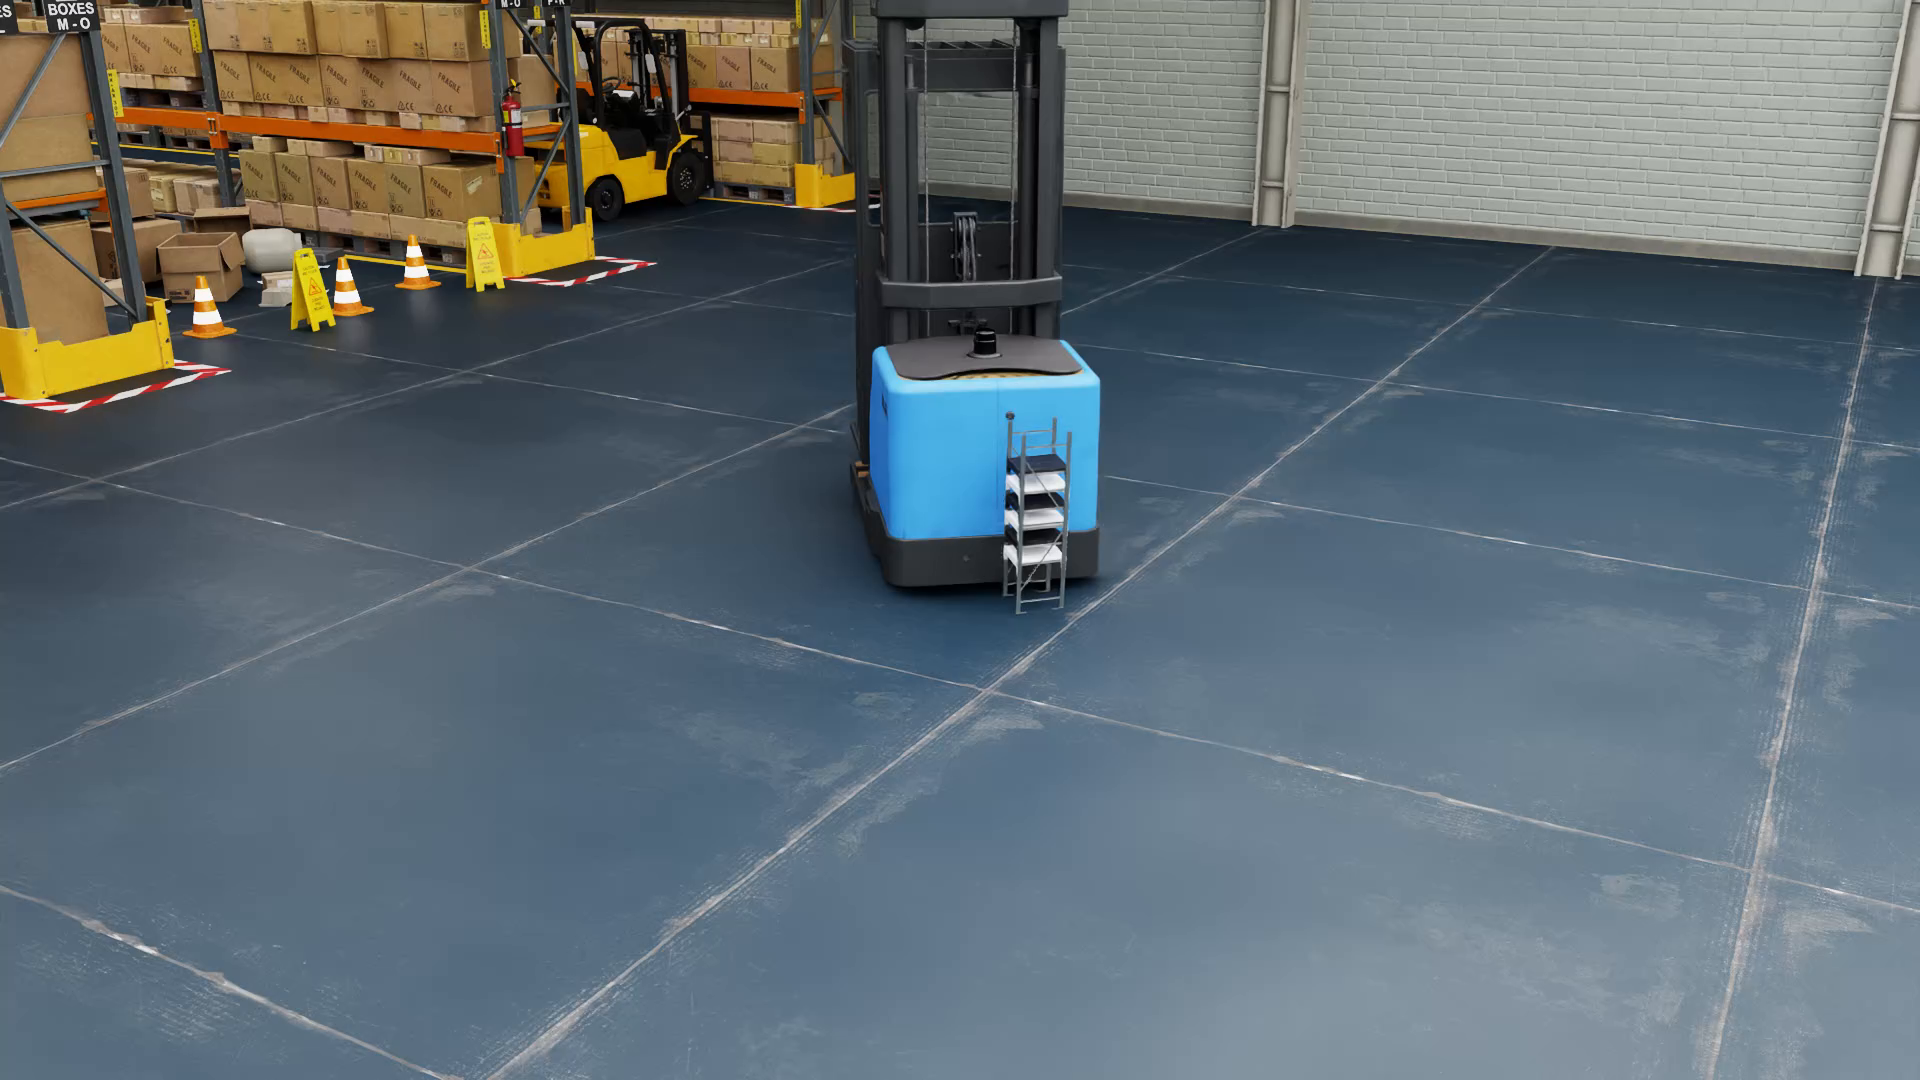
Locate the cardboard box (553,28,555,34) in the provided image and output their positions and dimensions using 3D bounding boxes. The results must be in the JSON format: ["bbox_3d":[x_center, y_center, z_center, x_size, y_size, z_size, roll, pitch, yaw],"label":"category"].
[{"bbox_3d":[-5.267,-6.686,21.800,0.250,0.149,0.380,10,22,26],"label":"cardboard box"}]

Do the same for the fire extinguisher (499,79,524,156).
[{"bbox_3d":[-4.115,-3.876,15.264,0.183,0.674,0.296,11,23,27],"label":"fire extinguisher"}]

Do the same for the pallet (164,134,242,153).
[{"bbox_3d":[-11.321,-6.107,25.392,1.213,0.211,1.003,11,23,27],"label":"pallet"}]

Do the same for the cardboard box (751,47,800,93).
[{"bbox_3d":[-2.131,-5.597,19.750,0.500,0.500,0.500,10,22,26],"label":"cardboard box"}]

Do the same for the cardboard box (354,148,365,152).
[{"bbox_3d":[-5.944,-3.804,17.269,0.500,0.500,0.500,12,23,30],"label":"cardboard box"}]

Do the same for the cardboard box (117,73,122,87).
[{"bbox_3d":[-8.950,-4.990,17.975,0.250,0.149,0.380,11,23,27],"label":"cardboard box"}]

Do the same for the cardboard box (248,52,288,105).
[{"bbox_3d":[-6.785,-4.687,16.806,0.500,0.500,0.500,11,23,27],"label":"cardboard box"}]

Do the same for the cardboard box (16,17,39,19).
[{"bbox_3d":[-10.695,-5.639,18.813,0.500,0.500,0.500,10,22,26],"label":"cardboard box"}]

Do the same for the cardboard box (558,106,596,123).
[{"bbox_3d":[-4.796,-5.413,21.338,0.500,0.250,0.500,10,22,26],"label":"cardboard box"}]

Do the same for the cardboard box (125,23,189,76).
[{"bbox_3d":[-8.431,-5.208,17.625,0.500,0.500,0.500,11,23,28],"label":"cardboard box"}]

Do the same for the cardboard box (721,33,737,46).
[{"bbox_3d":[-2.657,-6.012,19.943,0.250,0.149,0.380,11,22,27],"label":"cardboard box"}]

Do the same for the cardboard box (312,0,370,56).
[{"bbox_3d":[-5.844,-5.010,16.228,0.500,0.500,0.700,11,22,27],"label":"cardboard box"}]

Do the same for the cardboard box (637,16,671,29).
[{"bbox_3d":[-3.768,-6.371,20.497,0.250,0.149,0.380,11,23,27],"label":"cardboard box"}]

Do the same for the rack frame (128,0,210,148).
[{"bbox_3d":[-12.049,-7.542,25.258,0.127,3.000,1.000,11,23,27],"label":"rack frame"}]

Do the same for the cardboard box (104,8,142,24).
[{"bbox_3d":[-8.854,-5.581,17.703,0.250,0.149,0.380,10,22,25],"label":"cardboard box"}]

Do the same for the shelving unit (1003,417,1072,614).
[{"bbox_3d":[0.360,-0.111,7.835,0.258,0.900,0.210,-6,24,-15],"label":"shelving unit"}]

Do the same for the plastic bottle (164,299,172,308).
[{"bbox_3d":[-7.010,-2.056,14.442,0.283,0.061,0.133,3,20,9],"label":"plastic bottle"}]

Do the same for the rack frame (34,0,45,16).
[{"bbox_3d":[-10.975,-5.399,19.349,0.127,3.000,1.000,11,23,27],"label":"rack frame"}]

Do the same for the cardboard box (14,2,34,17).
[{"bbox_3d":[-11.286,-6.070,19.588,0.500,0.500,0.500,10,22,26],"label":"cardboard box"}]

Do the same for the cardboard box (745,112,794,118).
[{"bbox_3d":[-2.338,-5.140,20.585,0.500,0.250,0.500,11,23,27],"label":"cardboard box"}]

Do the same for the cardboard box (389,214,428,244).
[{"bbox_3d":[-5.276,-3.116,16.472,0.500,0.250,0.500,11,23,27],"label":"cardboard box"}]

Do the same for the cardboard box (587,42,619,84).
[{"bbox_3d":[-4.342,-6.025,20.930,0.500,0.500,0.500,11,23,28],"label":"cardboard box"}]

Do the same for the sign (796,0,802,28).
[{"bbox_3d":[-1.850,-6.043,19.080,0.005,0.325,0.100,11,23,27],"label":"sign"}]

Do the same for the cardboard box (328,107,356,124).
[{"bbox_3d":[-6.018,-4.218,16.463,0.250,0.149,0.380,11,23,27],"label":"cardboard box"}]

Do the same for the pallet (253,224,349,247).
[{"bbox_3d":[-6.879,-3.321,17.712,1.213,0.211,1.003,11,23,27],"label":"pallet"}]

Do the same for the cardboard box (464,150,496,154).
[{"bbox_3d":[-6.200,-5.507,22.516,0.625,0.625,0.875,11,22,27],"label":"cardboard box"}]

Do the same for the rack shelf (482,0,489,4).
[{"bbox_3d":[-5.736,-5.473,16.209,4.000,0.370,1.077,11,23,27],"label":"rack shelf"}]

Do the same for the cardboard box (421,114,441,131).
[{"bbox_3d":[-4.910,-4.007,15.880,0.250,0.149,0.380,10,22,26],"label":"cardboard box"}]

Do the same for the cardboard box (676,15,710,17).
[{"bbox_3d":[-3.331,-6.466,20.758,0.250,0.149,0.380,12,23,29],"label":"cardboard box"}]

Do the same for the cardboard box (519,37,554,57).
[{"bbox_3d":[-5.618,-6.382,21.546,0.500,0.250,0.500,10,22,26],"label":"cardboard box"}]

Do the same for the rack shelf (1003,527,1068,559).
[{"bbox_3d":[0.358,0.002,7.884,0.258,0.077,0.200,-6,24,-15],"label":"rack shelf"}]

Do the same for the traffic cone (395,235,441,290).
[{"bbox_3d":[-4.995,-2.563,15.252,0.334,0.463,0.336,11,23,27],"label":"traffic cone"}]

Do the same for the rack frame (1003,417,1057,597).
[{"bbox_3d":[0.331,-0.150,7.925,0.240,0.900,0.006,-6,24,-15],"label":"rack frame"}]

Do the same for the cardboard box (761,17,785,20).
[{"bbox_3d":[-2.211,-6.251,20.164,0.250,0.149,0.380,11,23,28],"label":"cardboard box"}]

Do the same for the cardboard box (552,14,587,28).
[{"bbox_3d":[-4.931,-6.562,21.022,0.250,0.149,0.380,11,23,28],"label":"cardboard box"}]

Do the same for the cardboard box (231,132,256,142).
[{"bbox_3d":[-10.384,-6.159,24.495,0.500,0.500,0.500,10,22,25],"label":"cardboard box"}]

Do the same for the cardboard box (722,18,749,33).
[{"bbox_3d":[-2.642,-6.166,19.930,0.250,0.149,0.380,11,23,28],"label":"cardboard box"}]

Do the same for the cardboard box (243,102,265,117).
[{"bbox_3d":[-7.118,-4.441,17.077,0.250,0.149,0.380,12,23,29],"label":"cardboard box"}]

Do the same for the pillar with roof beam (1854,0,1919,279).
[{"bbox_3d":[6.636,-5.473,10.758,0.400,9.000,9.100,11,23,27],"label":"pillar with roof beam"}]

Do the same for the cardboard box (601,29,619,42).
[{"bbox_3d":[-4.268,-6.291,20.713,0.250,0.149,0.380,11,23,28],"label":"cardboard box"}]

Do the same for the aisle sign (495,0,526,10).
[{"bbox_3d":[-4.078,-5.194,14.971,0.004,0.787,0.394,11,23,27],"label":"aisle sign"}]

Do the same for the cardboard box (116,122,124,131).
[{"bbox_3d":[-12.990,-6.519,25.831,0.258,0.266,0.396,12,23,29],"label":"cardboard box"}]

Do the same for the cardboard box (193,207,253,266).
[{"bbox_3d":[-7.211,-2.976,16.333,0.500,0.500,0.500,-7,21,-20],"label":"cardboard box"}]

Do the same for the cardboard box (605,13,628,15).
[{"bbox_3d":[-4.440,-6.686,21.364,0.250,0.149,0.380,10,22,26],"label":"cardboard box"}]

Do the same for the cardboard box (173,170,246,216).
[{"bbox_3d":[-7.942,-3.782,18.130,0.625,0.372,0.950,11,23,28],"label":"cardboard box"}]

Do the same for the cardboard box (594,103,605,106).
[{"bbox_3d":[-4.541,-5.562,21.750,0.500,0.250,0.500,11,23,28],"label":"cardboard box"}]

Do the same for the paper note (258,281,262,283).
[{"bbox_3d":[-6.455,-2.418,15.502,0.148,0.019,0.142,-16,26,-38],"label":"paper note"}]

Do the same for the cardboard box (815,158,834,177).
[{"bbox_3d":[-1.906,-4.591,20.539,0.500,0.250,0.500,11,23,28],"label":"cardboard box"}]

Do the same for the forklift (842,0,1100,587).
[{"bbox_3d":[-0.041,-1.616,9.021,1.130,2.935,3.031,-3,20,-8],"label":"forklift"}]

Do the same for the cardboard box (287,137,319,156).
[{"bbox_3d":[-6.570,-3.994,16.841,0.250,0.149,0.380,12,23,29],"label":"cardboard box"}]

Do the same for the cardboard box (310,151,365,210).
[{"bbox_3d":[-6.174,-3.640,16.817,0.500,0.500,0.500,12,23,30],"label":"cardboard box"}]

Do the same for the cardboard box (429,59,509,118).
[{"bbox_3d":[-4.599,-4.263,15.636,0.500,0.500,0.500,10,22,26],"label":"cardboard box"}]

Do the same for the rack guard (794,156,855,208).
[{"bbox_3d":[-1.552,-4.367,20.172,0.348,0.500,1.175,11,23,27],"label":"rack guard"}]
